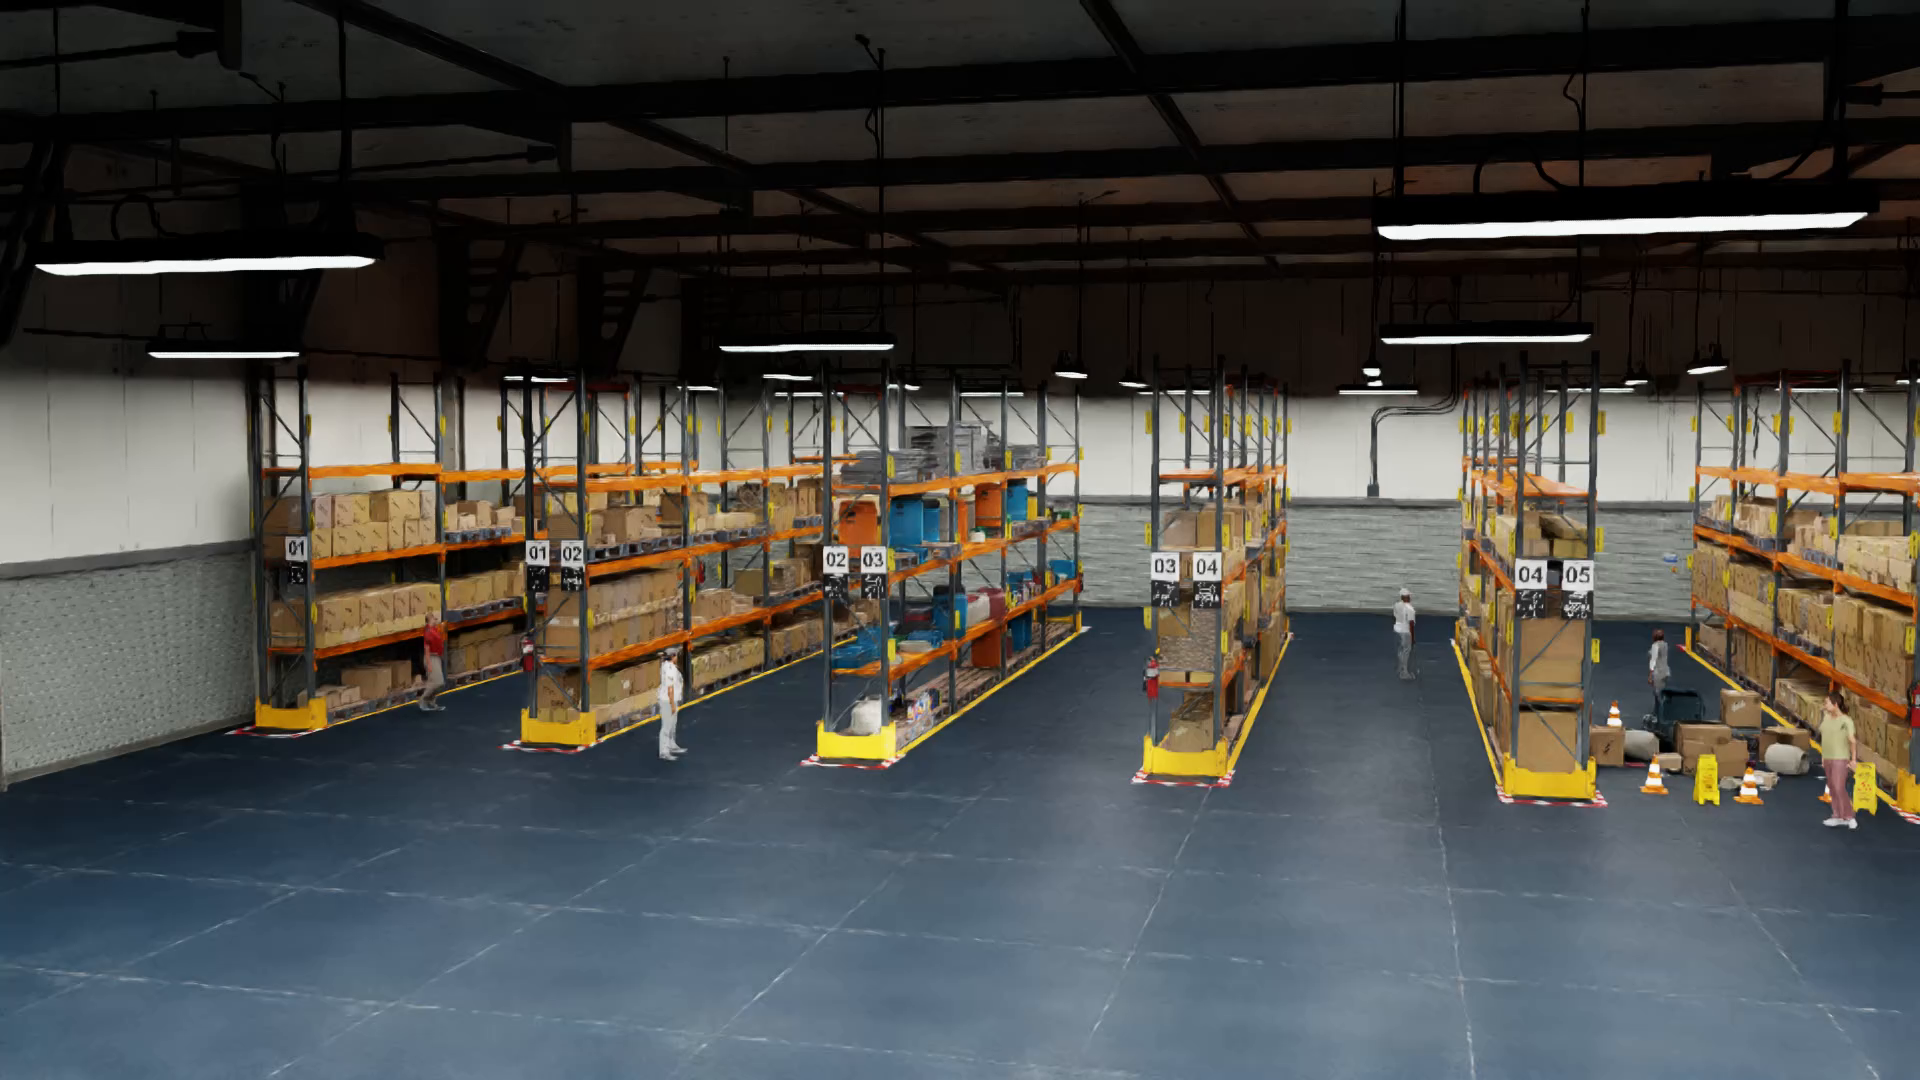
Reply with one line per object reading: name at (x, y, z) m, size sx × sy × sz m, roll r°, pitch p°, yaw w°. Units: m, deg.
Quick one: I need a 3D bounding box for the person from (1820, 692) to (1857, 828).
person at (10.940, 2.731, 20.693) m, size 0.368 × 1.666 × 0.557 m, roll -1°, pitch 4°, yaw -17°

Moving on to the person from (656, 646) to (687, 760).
person at (-4.335, 2.433, 25.024) m, size 0.463 × 1.673 × 0.579 m, roll -1°, pitch 4°, yaw -15°

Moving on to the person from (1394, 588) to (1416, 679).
person at (8.838, 1.834, 32.897) m, size 0.452 × 1.768 × 0.632 m, roll -1°, pitch 4°, yaw -17°

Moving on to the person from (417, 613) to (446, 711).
person at (-9.248, 2.137, 29.053) m, size 0.459 × 1.725 × 0.578 m, roll -1°, pitch 4°, yaw -11°

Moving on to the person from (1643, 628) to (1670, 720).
person at (11.716, 2.266, 27.942) m, size 0.527 × 1.592 × 0.522 m, roll 4°, pitch 6°, yaw 45°
